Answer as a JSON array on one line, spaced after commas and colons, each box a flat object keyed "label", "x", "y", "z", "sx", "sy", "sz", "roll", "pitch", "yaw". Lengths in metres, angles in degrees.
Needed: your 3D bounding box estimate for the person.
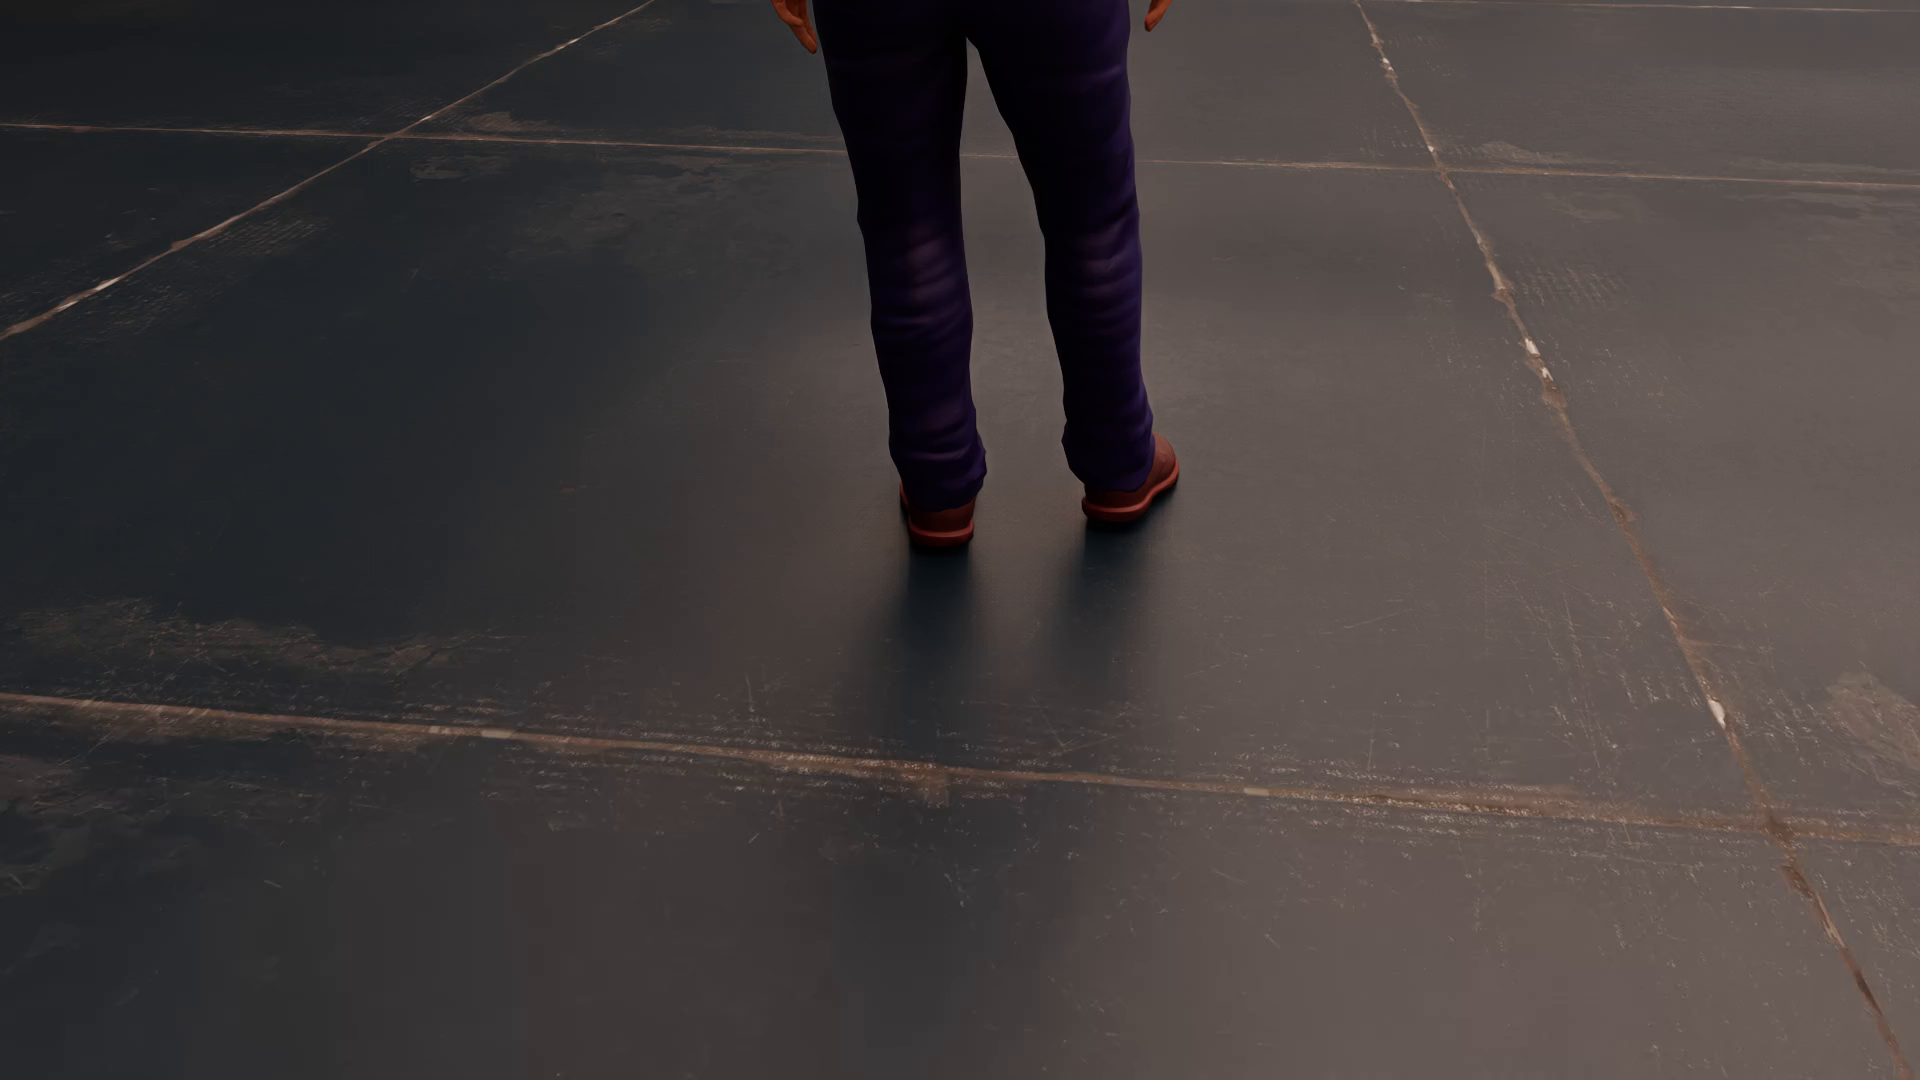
[{"label": "person", "x": 0.035, "y": -0.783, "z": 2.205, "sx": 0.598, "sy": 1.651, "sz": 0.503, "roll": 3, "pitch": 27, "yaw": 7}]
